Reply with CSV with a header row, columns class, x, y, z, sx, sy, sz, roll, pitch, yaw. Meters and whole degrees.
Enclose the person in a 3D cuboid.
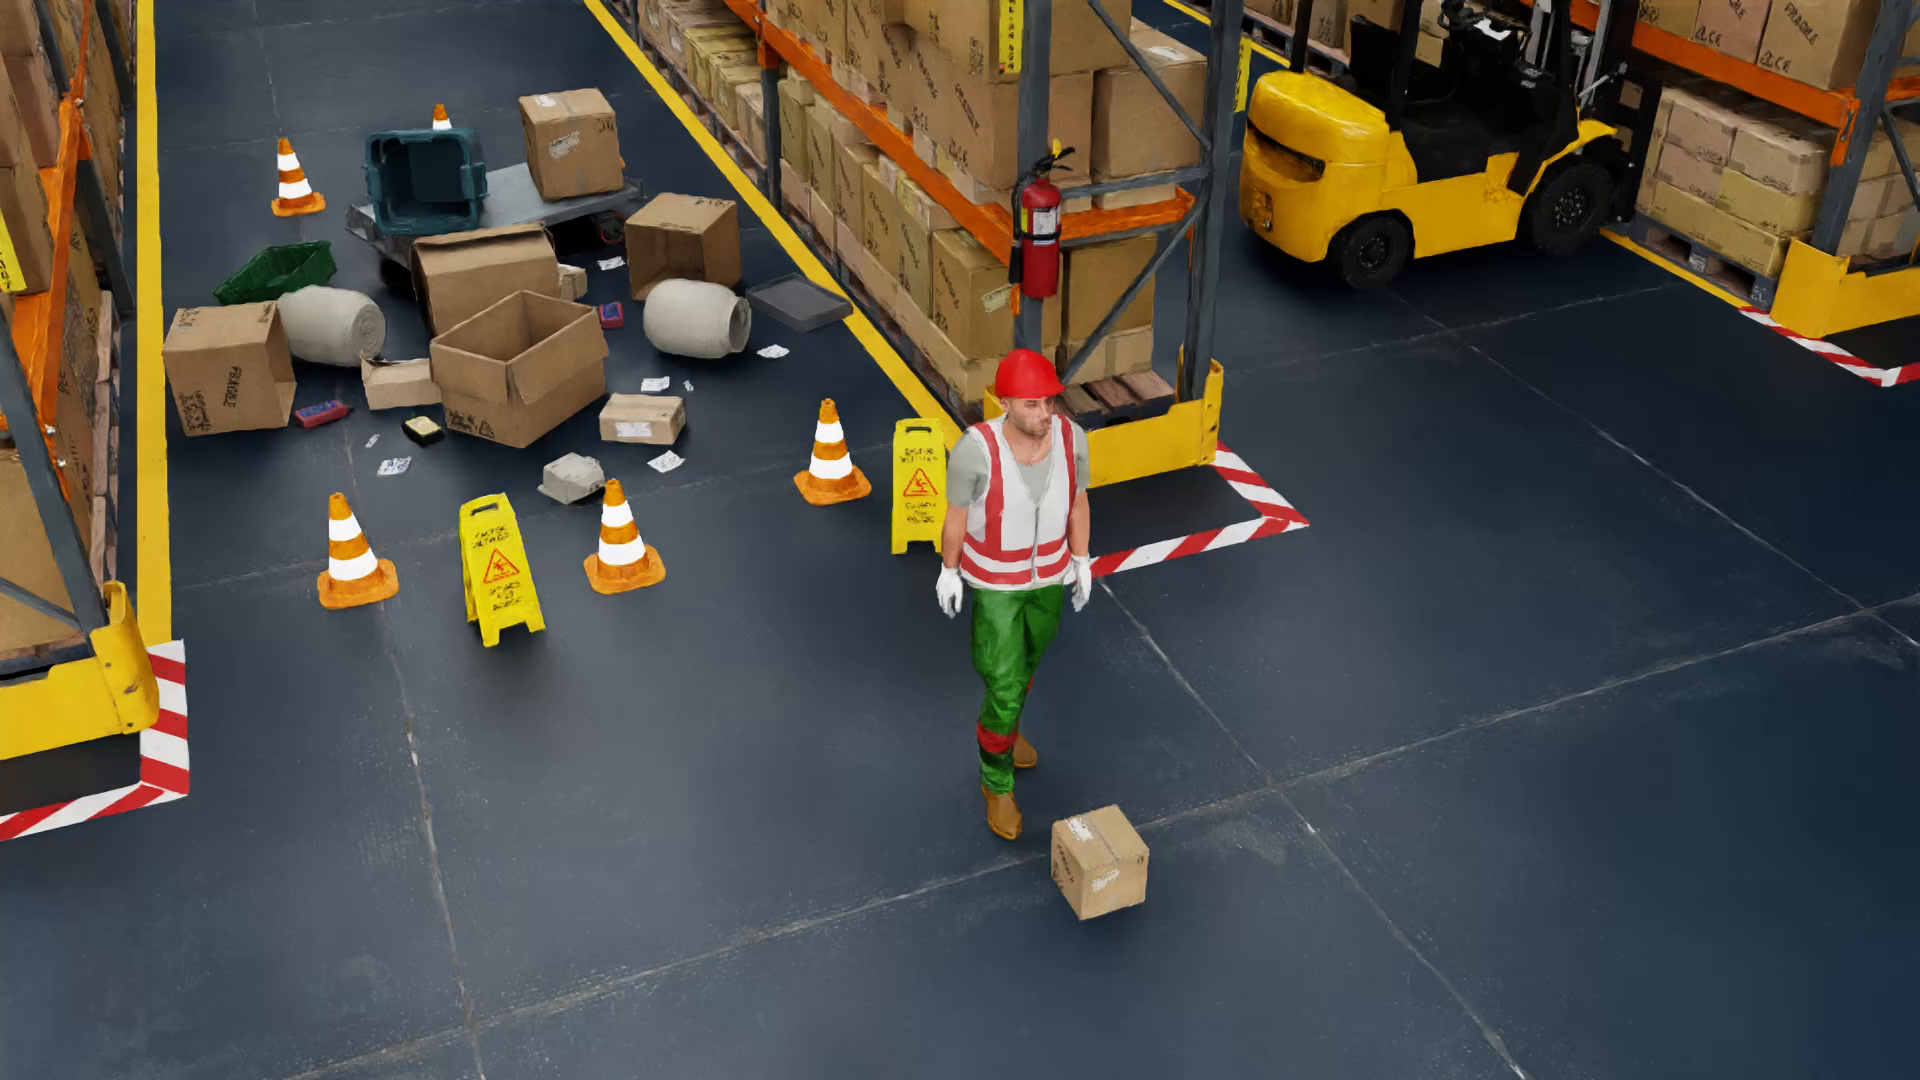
class,x,y,z,sx,sy,sz,roll,pitch,yaw
person,0.238,0.151,5.861,0.543,1.779,0.604,-15,36,-22
